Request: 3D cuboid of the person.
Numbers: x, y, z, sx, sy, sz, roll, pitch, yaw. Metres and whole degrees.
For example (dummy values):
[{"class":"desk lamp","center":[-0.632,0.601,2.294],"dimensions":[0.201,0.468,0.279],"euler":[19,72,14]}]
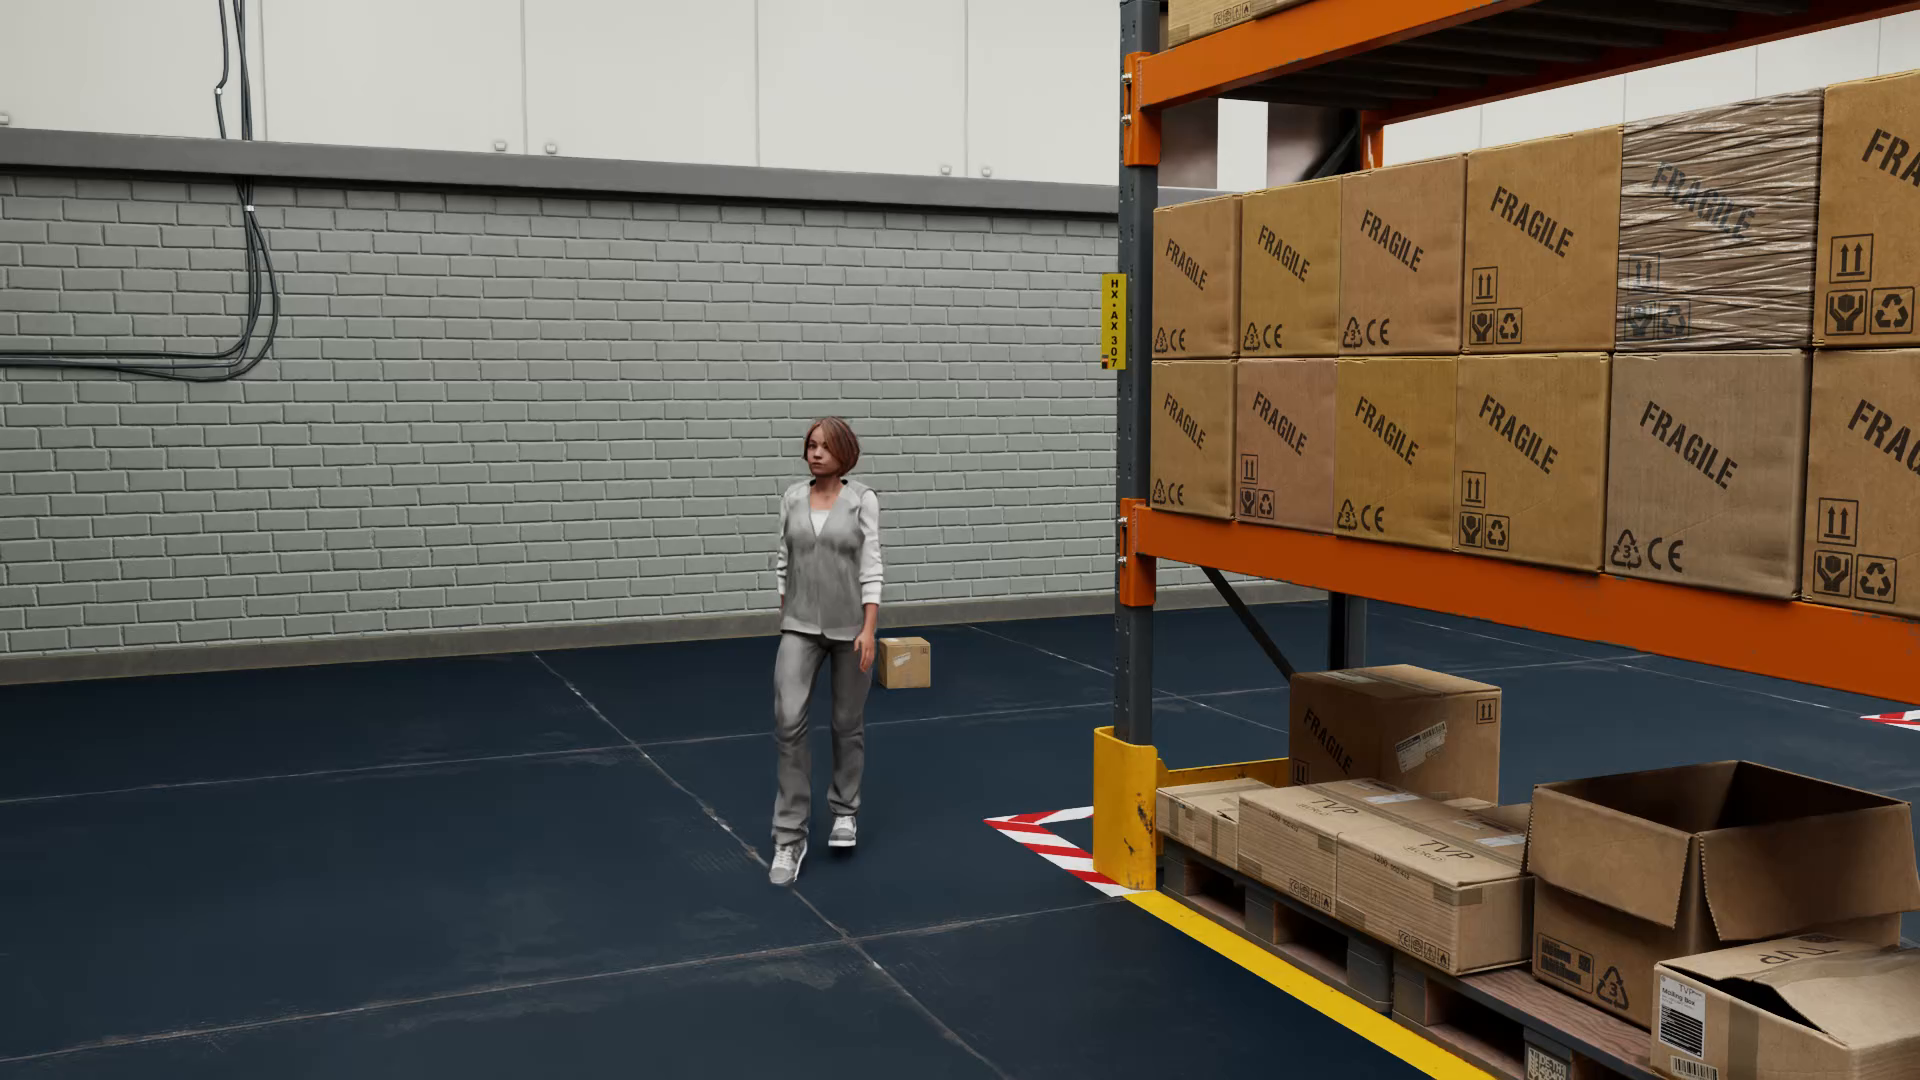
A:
[{"class":"person","center":[-0.472,0.435,5.982],"dimensions":[0.416,1.254,0.532],"euler":[1,6,5]}]
